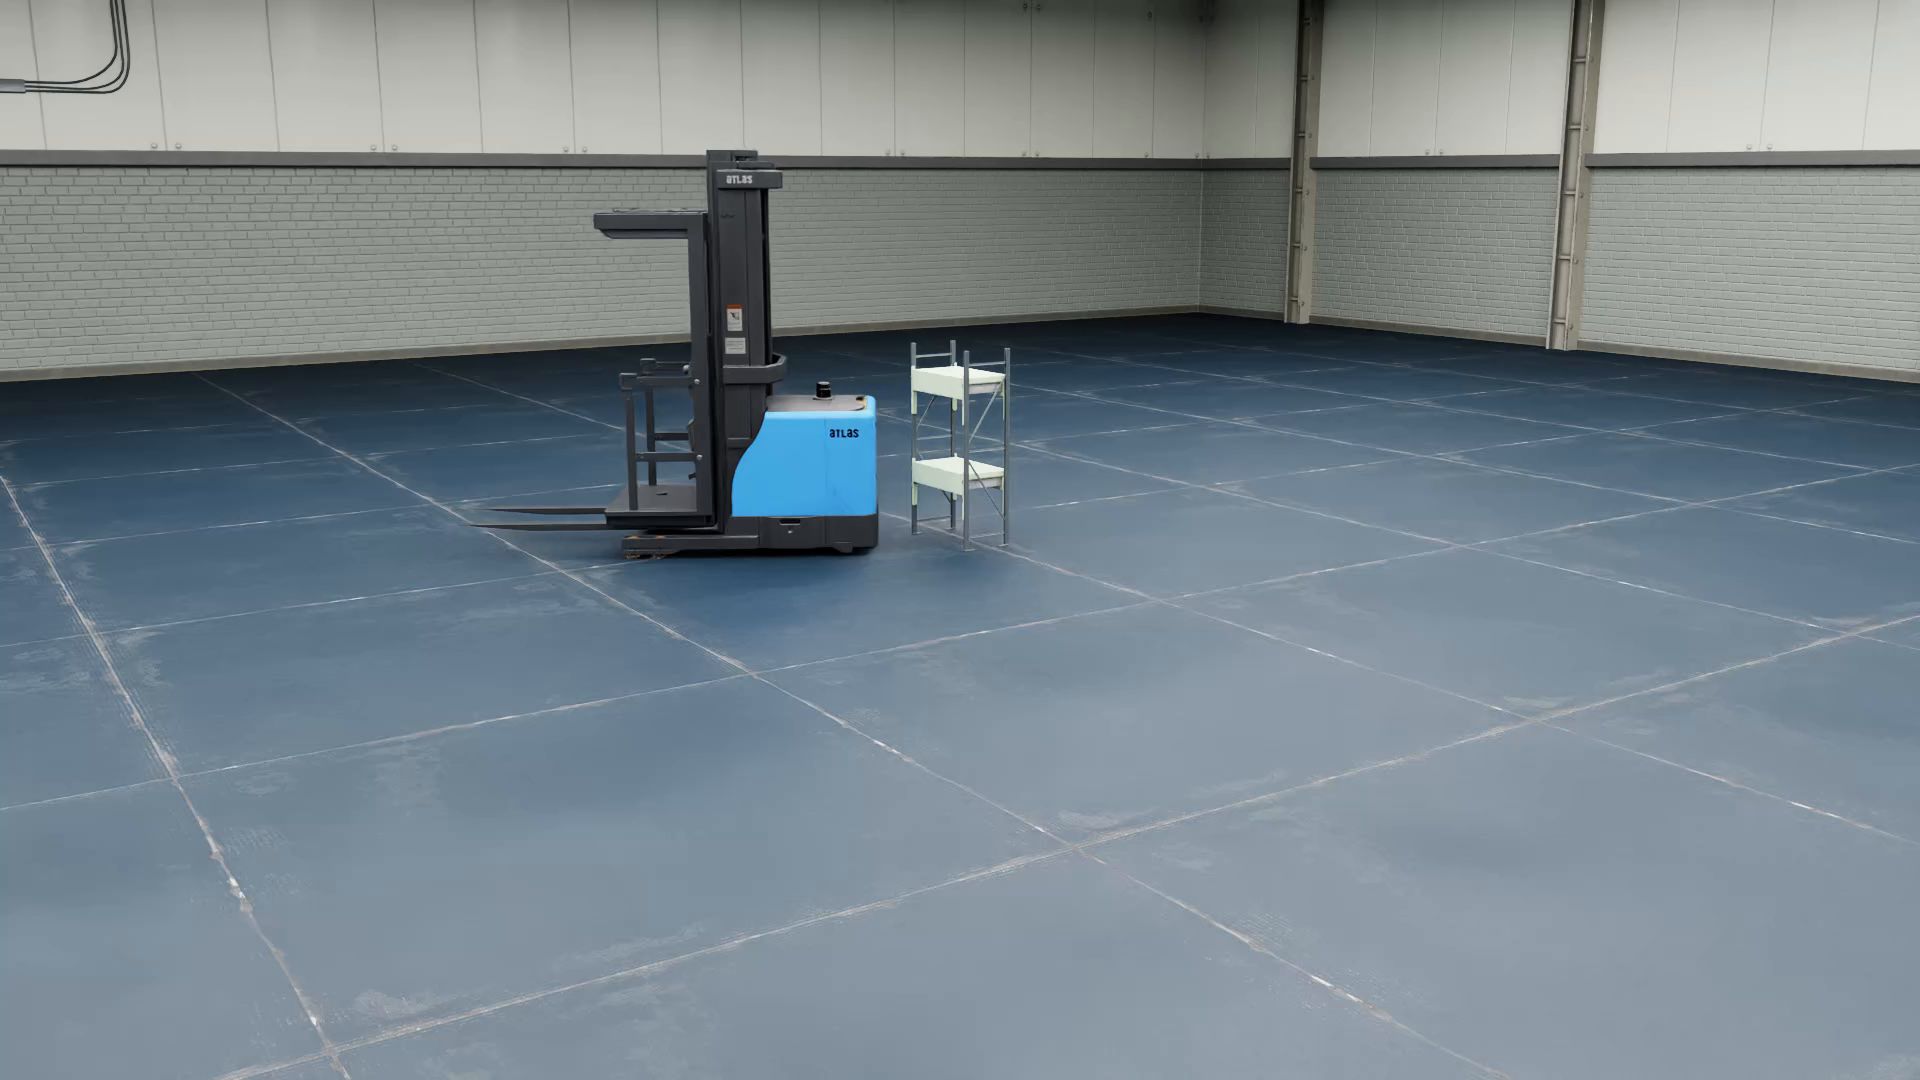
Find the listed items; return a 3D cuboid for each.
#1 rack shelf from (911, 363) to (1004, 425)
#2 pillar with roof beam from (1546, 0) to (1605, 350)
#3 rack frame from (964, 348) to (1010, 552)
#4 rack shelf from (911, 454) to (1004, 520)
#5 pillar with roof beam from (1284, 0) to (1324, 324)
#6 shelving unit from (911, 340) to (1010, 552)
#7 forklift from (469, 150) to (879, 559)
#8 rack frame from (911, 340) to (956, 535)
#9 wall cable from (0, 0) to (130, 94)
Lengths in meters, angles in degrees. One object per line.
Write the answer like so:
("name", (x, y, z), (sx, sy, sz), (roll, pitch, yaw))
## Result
("rack shelf", (-0.004, -1.115, 12.624), (0.431, 0.370, 0.720), (-8, 15, -33))
("pillar with roof beam", (6.223, -7.001, 23.812), (9.100, 9.000, 0.400), (-8, 15, -33))
("rack frame", (0.199, -0.669, 12.409), (0.400, 1.500, 0.023), (-8, 15, -33))
("rack shelf", (-0.004, -0.415, 12.777), (0.431, 0.370, 0.720), (-8, 15, -33))
("pillar with roof beam", (2.898, -8.068, 28.691), (9.100, 9.000, 0.400), (-8, 15, -33))
("shelving unit", (-0.004, -0.734, 12.707), (0.431, 1.500, 0.755), (-8, 15, -33))
("forklift", (-2.145, -1.409, 12.444), (3.031, 2.935, 1.130), (0, 12, -2))
("rack frame", (-0.206, -0.799, 13.005), (0.400, 1.500, 0.023), (-8, 15, -33))
("wall cable", (-12.360, -8.312, 21.846), (2.305, 6.003, 0.169), (-8, 15, -33))
